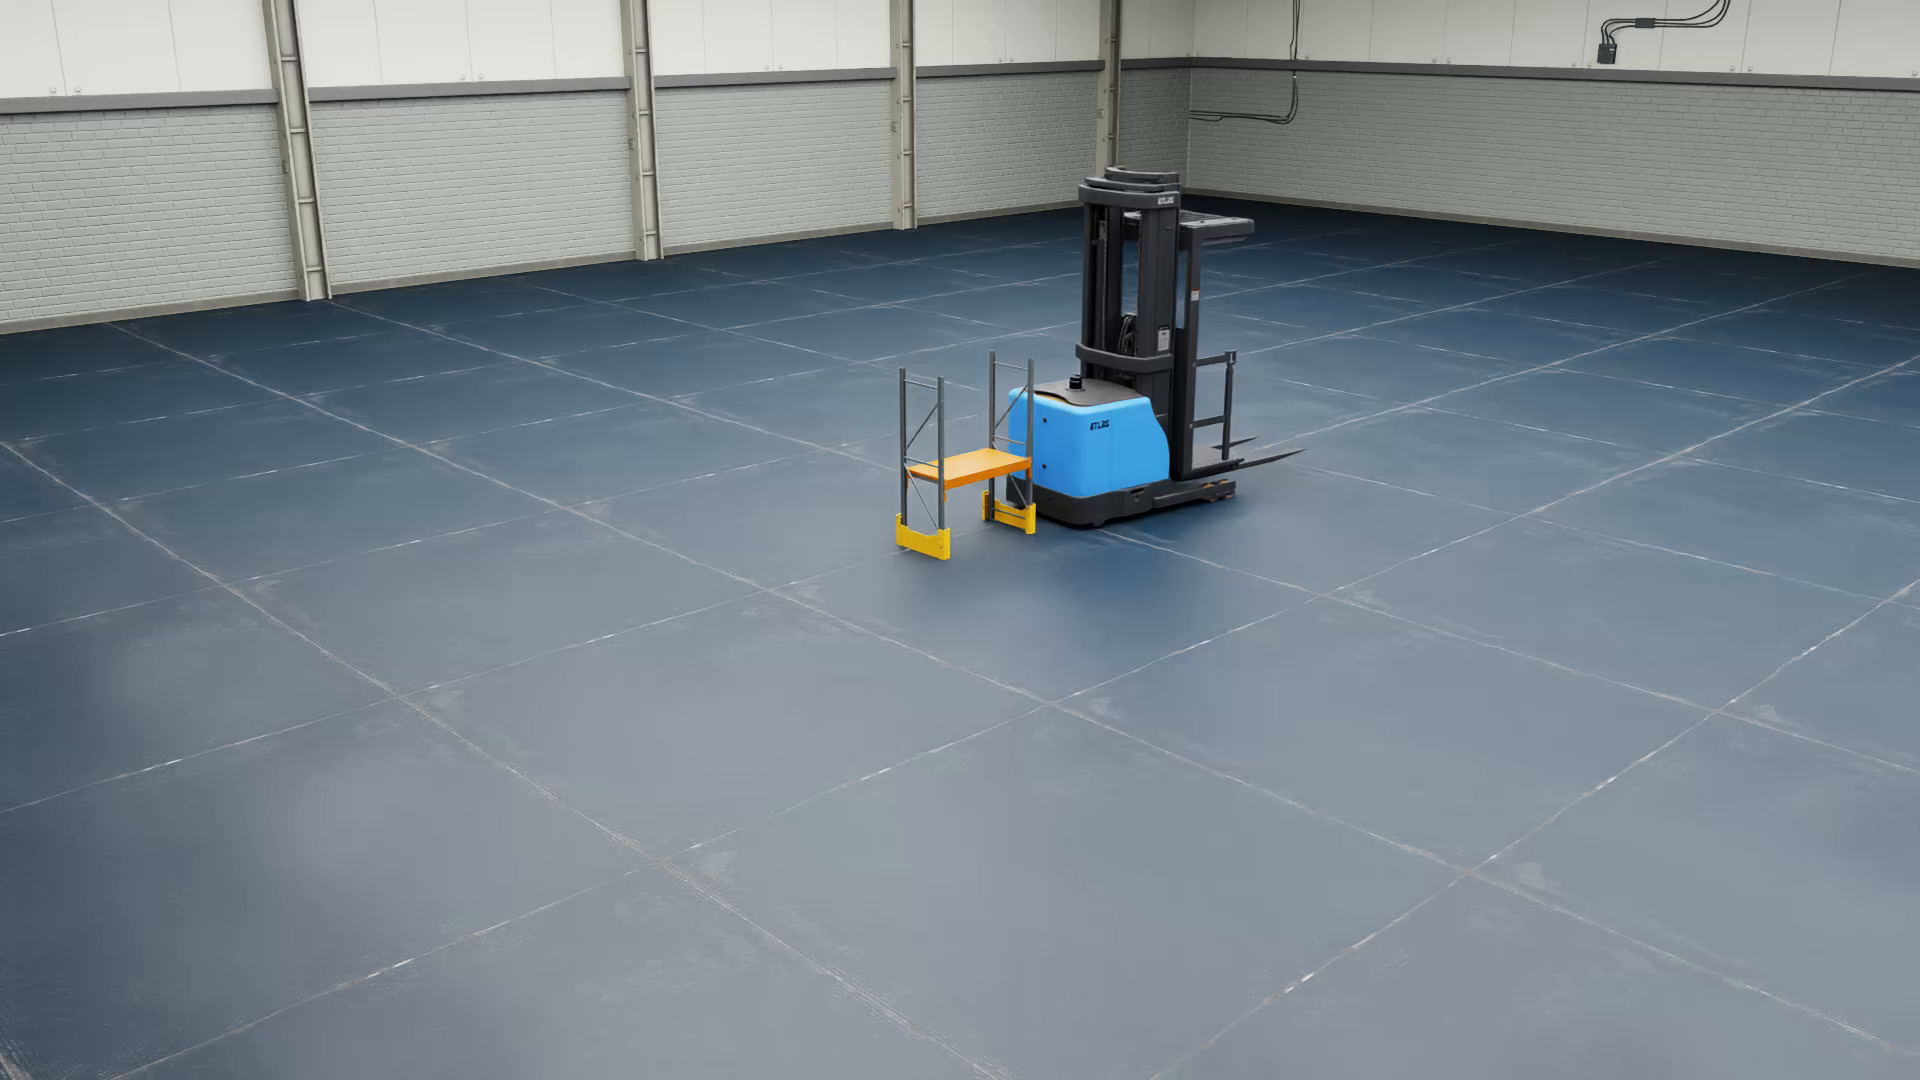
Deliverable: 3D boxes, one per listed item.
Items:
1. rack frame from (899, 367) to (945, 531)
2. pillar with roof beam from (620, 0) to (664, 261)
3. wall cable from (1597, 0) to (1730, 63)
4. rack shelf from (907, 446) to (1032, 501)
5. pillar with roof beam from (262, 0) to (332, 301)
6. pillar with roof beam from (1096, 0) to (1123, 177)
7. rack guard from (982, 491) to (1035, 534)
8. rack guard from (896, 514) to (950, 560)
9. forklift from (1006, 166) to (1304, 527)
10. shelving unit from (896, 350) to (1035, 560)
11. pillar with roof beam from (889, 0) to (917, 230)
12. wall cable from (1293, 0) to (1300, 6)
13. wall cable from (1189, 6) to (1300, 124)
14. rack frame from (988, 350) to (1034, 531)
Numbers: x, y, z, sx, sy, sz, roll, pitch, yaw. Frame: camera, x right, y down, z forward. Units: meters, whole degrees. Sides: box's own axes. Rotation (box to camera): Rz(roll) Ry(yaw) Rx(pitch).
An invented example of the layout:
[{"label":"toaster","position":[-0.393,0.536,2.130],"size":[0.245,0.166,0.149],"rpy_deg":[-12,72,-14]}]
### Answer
[{"label":"rack frame","position":[-0.307,-0.624,13.477],"size":[0.032,1.500,0.500],"rpy_deg":[-16,24,-41]},{"label":"pillar with roof beam","position":[-2.506,-8.268,24.894],"size":[0.400,9.000,9.100],"rpy_deg":[-16,24,-41]},{"label":"wall cable","position":[12.815,-11.590,29.627],"size":[0.169,6.003,2.305],"rpy_deg":[-16,24,-41]},{"label":"rack shelf","position":[0.062,-0.560,13.865],"size":[1.000,0.185,0.538],"rpy_deg":[-16,24,-41]},{"label":"pillar with roof beam","position":[-6.866,-6.996,20.973],"size":[0.400,9.000,9.100],"rpy_deg":[-16,24,-41]},{"label":"pillar with roof beam","position":[6.213,-10.811,32.737],"size":[0.400,9.000,9.100],"rpy_deg":[-16,24,-41]},{"label":"rack guard","position":[0.417,-0.241,14.321],"size":[0.087,0.250,0.587],"rpy_deg":[-16,24,-41]},{"label":"rack guard","position":[-0.306,-0.030,13.670],"size":[0.087,0.250,0.587],"rpy_deg":[-16,24,-41]},{"label":"forklift","position":[1.894,-1.852,14.944],"size":[3.031,2.935,1.130],"rpy_deg":[-13,22,-35]},{"label":"shelving unit","position":[0.055,-0.730,13.803],"size":[1.083,1.500,0.587],"rpy_deg":[-16,24,-41]},{"label":"pillar with roof beam","position":[1.853,-9.539,28.816],"size":[0.400,9.000,9.100],"rpy_deg":[-16,24,-41]},{"label":"wall cable","position":[8.163,-12.422,34.554],"size":[0.112,2.526,3.097],"rpy_deg":[-16,24,-41]},{"label":"wall cable","position":[6.305,-10.626,37.203],"size":[0.112,2.526,3.097],"rpy_deg":[-16,24,-41]},{"label":"rack frame","position":[0.431,-0.839,14.141],"size":[0.032,1.500,0.500],"rpy_deg":[-16,24,-41]}]
